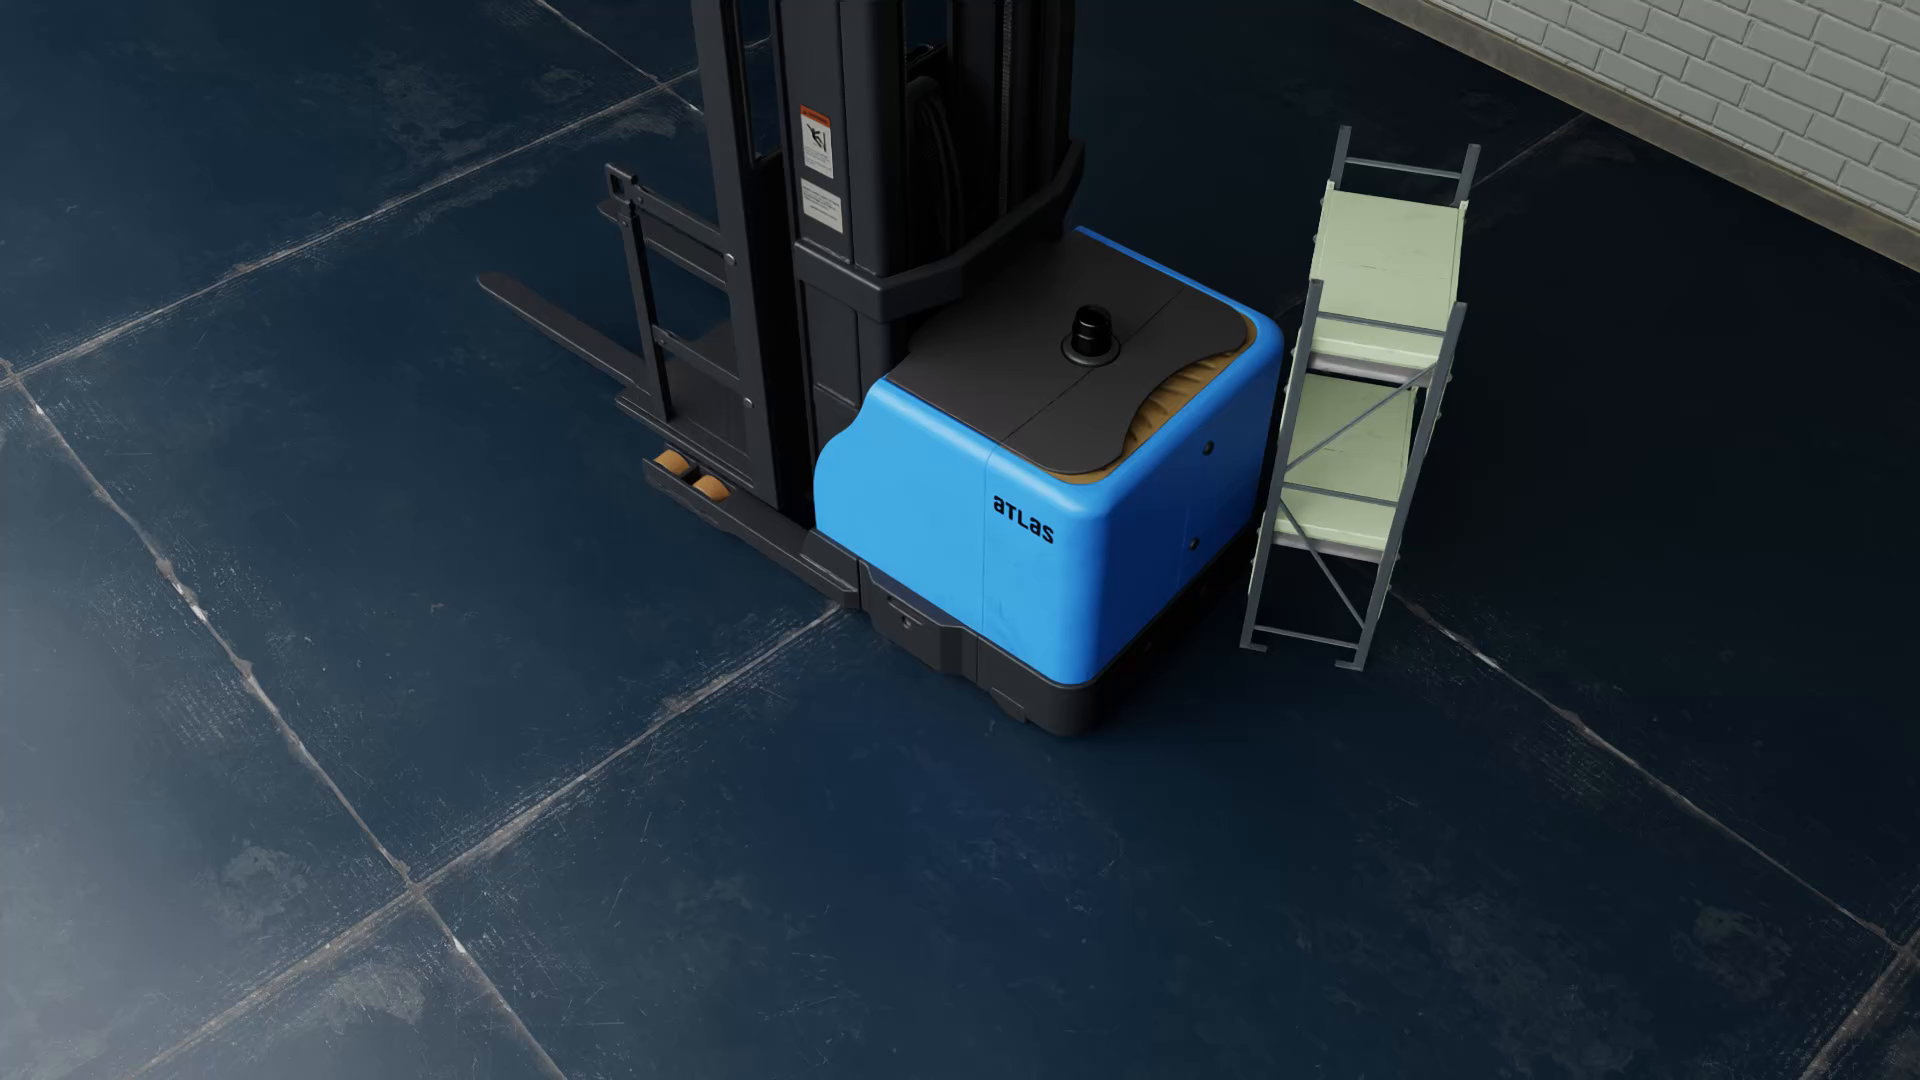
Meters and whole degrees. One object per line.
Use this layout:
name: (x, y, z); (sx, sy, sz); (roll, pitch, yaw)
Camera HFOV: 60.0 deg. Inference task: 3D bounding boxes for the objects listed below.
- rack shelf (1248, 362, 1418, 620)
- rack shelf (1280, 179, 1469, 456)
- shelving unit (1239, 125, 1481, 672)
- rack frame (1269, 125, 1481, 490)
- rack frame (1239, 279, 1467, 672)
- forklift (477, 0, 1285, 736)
rack shelf: (1.200, -0.168, 5.328); (0.431, 0.370, 0.720); (11, 48, 10)
rack shelf: (1.200, -0.654, 4.802); (0.431, 0.370, 0.720); (11, 48, 10)
shelving unit: (1.200, -0.389, 5.089); (0.431, 1.500, 0.755); (11, 48, 10)
rack frame: (1.293, -0.649, 5.329); (0.400, 1.500, 0.023); (11, 48, 10)
rack frame: (1.107, -0.129, 4.849); (0.400, 1.500, 0.023); (11, 48, 10)
forklift: (-0.481, -1.321, 4.974); (3.031, 2.935, 1.130); (32, 55, 26)
